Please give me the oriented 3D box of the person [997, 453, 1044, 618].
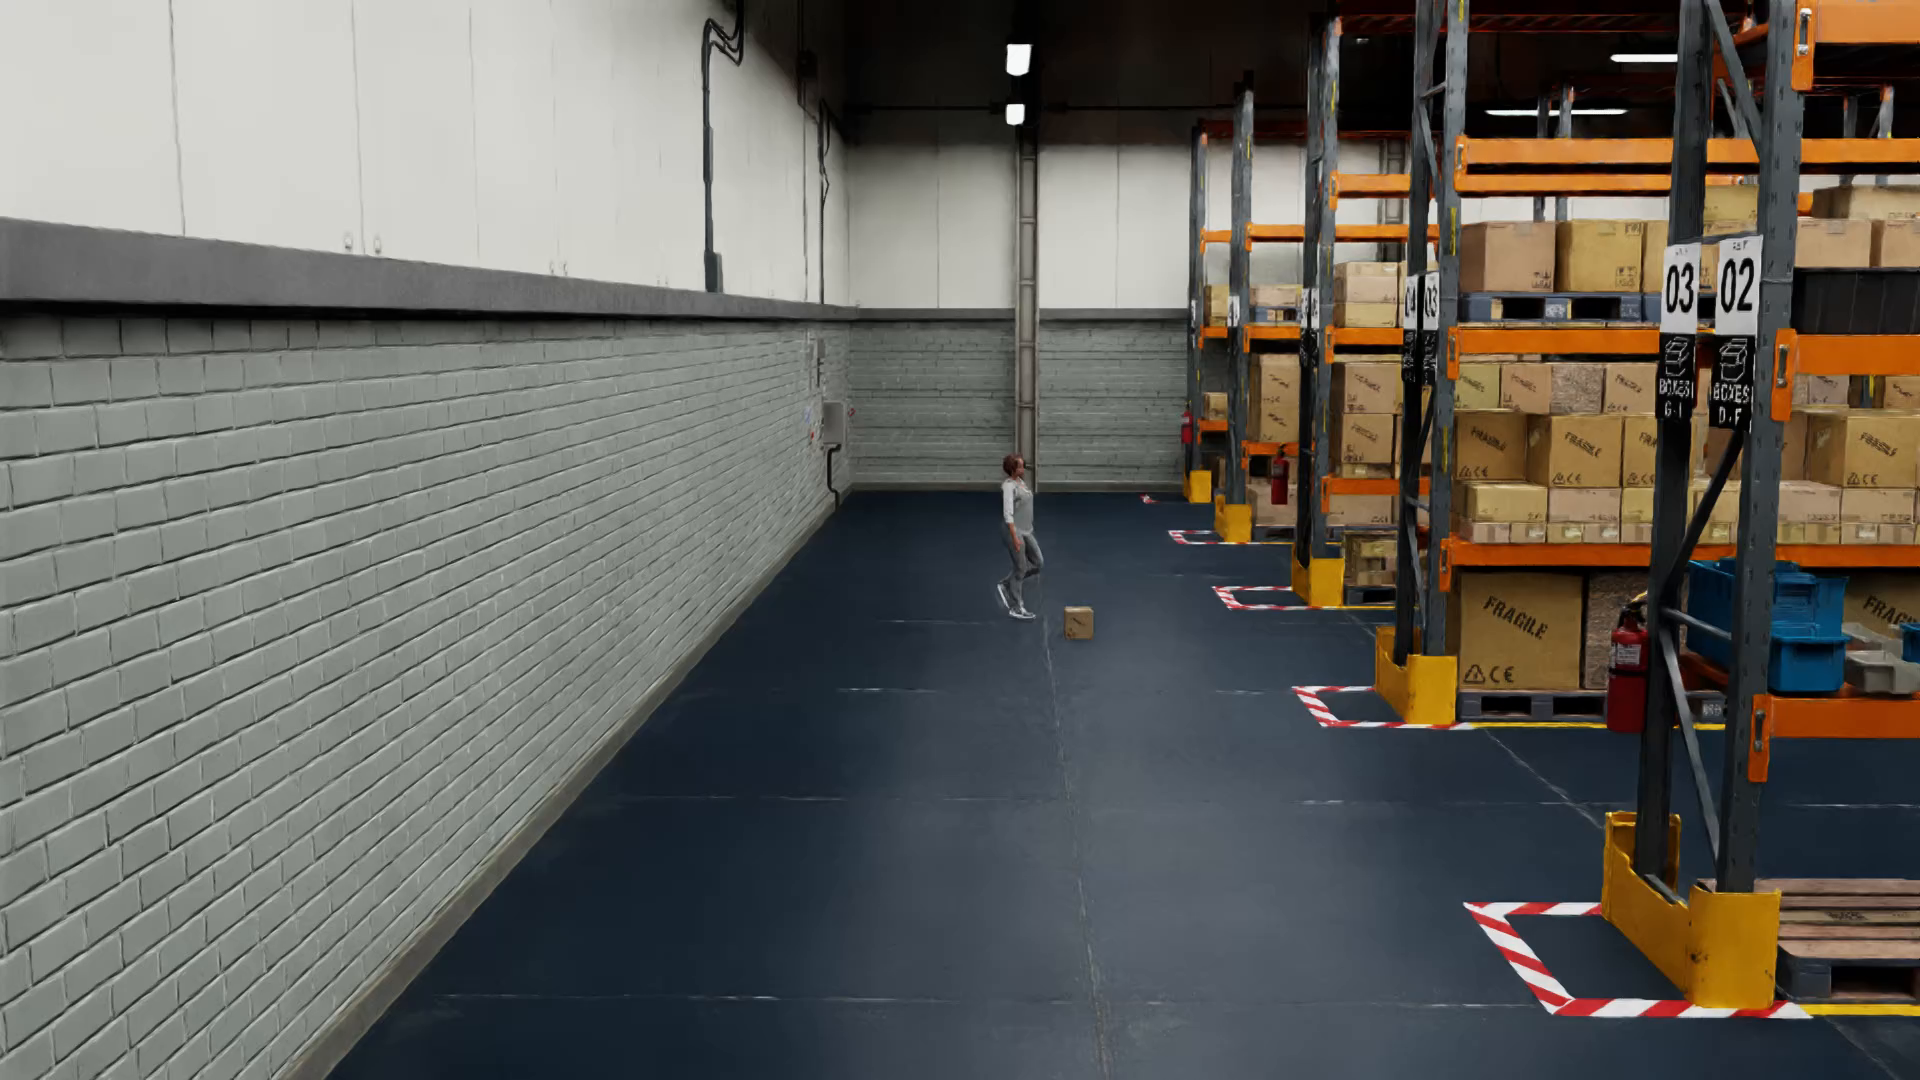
[{"bbox_3d":[0.549,-0.041,16.011,0.453,1.597,0.449,3,8,22],"label":"person"}]
